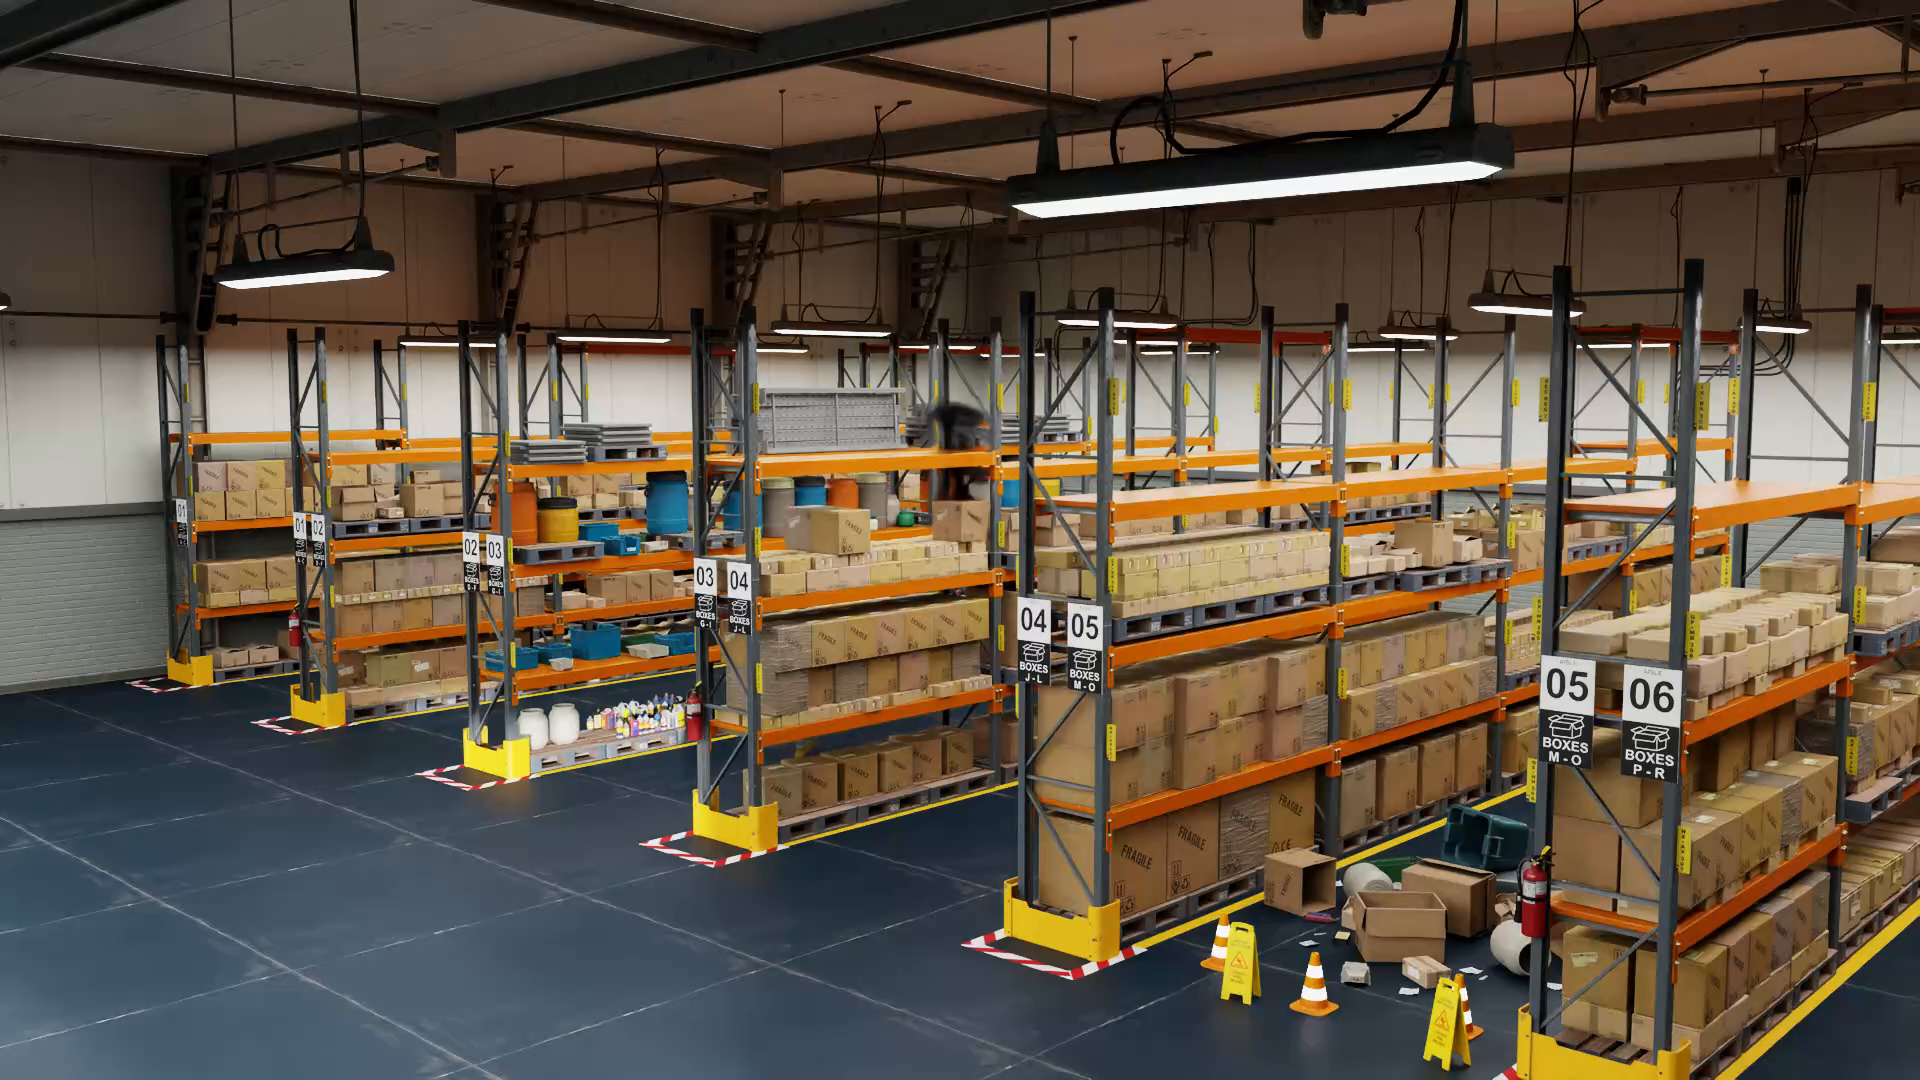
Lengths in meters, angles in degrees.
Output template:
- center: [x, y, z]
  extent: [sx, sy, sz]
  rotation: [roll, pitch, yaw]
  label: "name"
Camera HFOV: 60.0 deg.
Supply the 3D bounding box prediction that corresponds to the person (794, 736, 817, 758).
- center: [-2.220, 2.138, 22.953]
  extent: [0.658, 1.810, 0.831]
  rotation: [4, 6, 33]
  label: "person"
